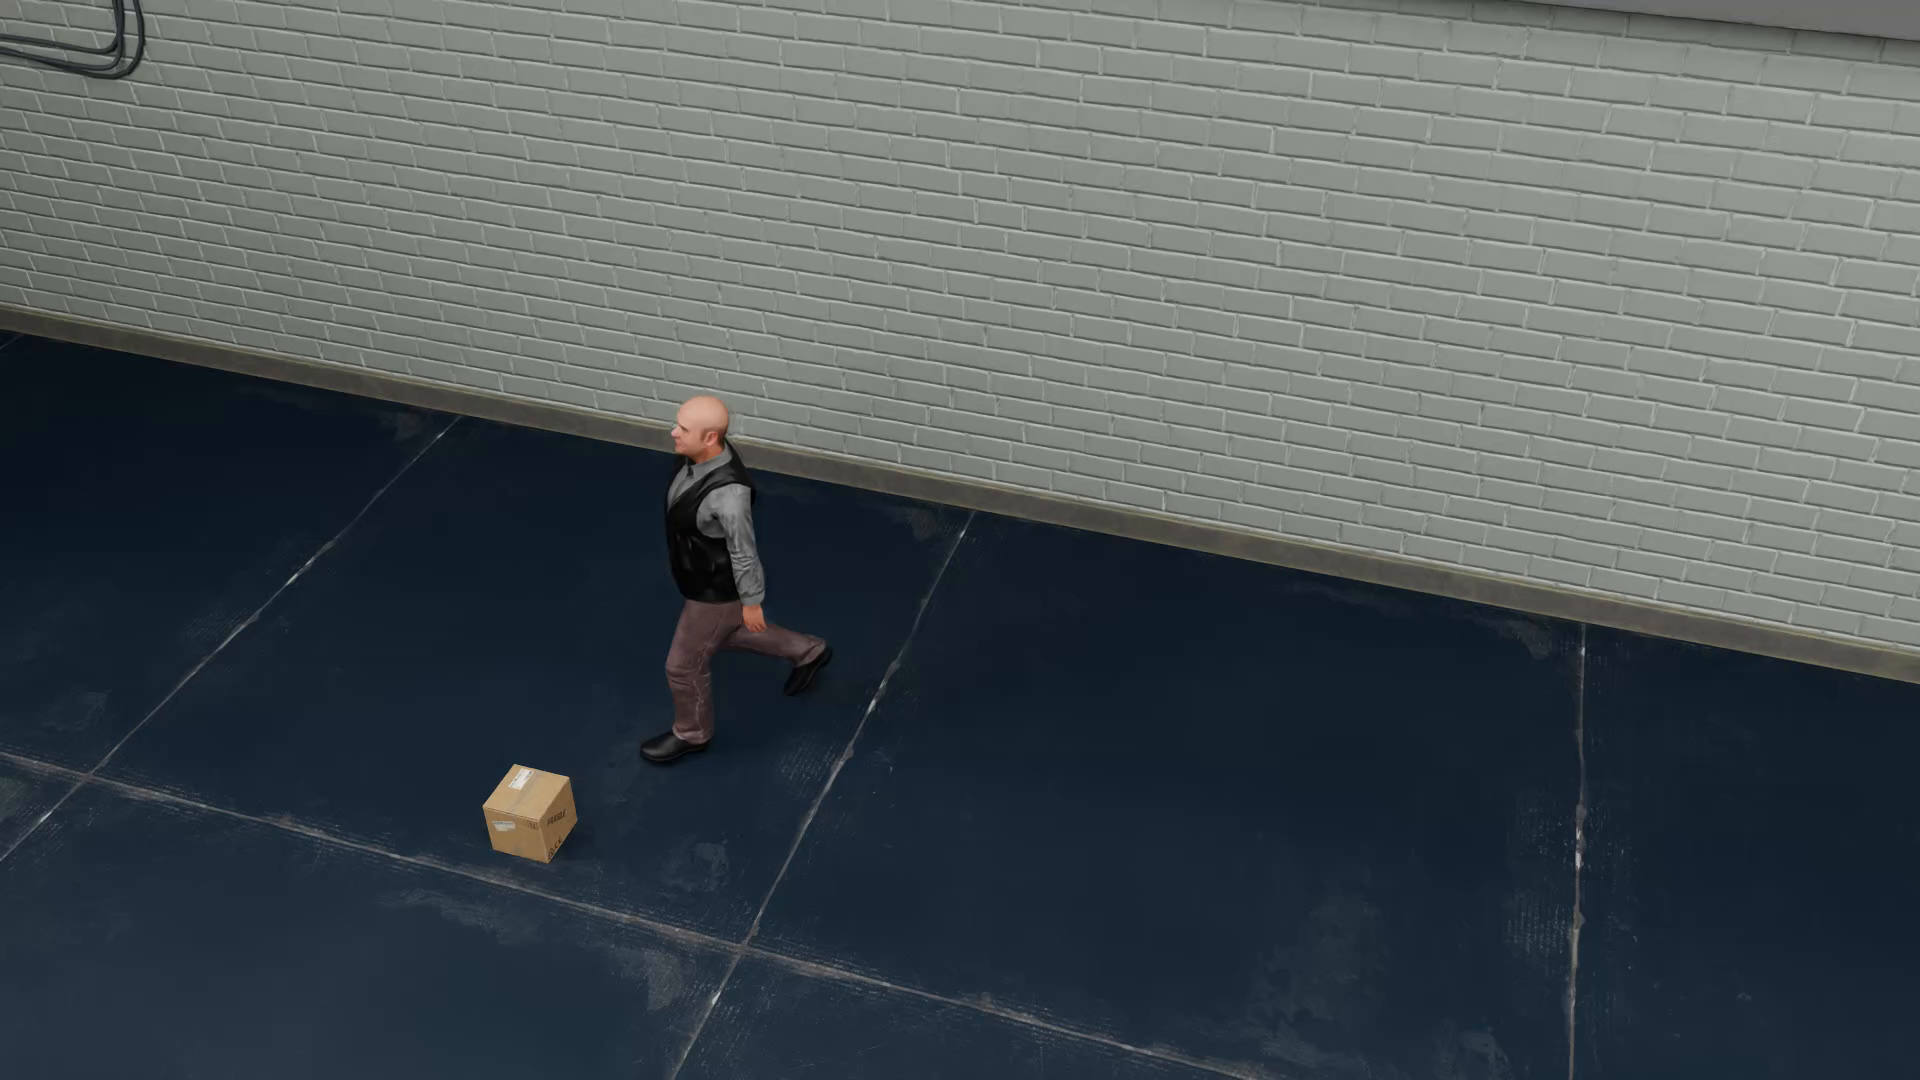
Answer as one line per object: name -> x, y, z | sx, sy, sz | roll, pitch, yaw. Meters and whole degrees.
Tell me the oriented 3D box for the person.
person -> -0.952, 0.141, 6.728 | 0.900, 1.692, 0.539 | -11, 38, -15
